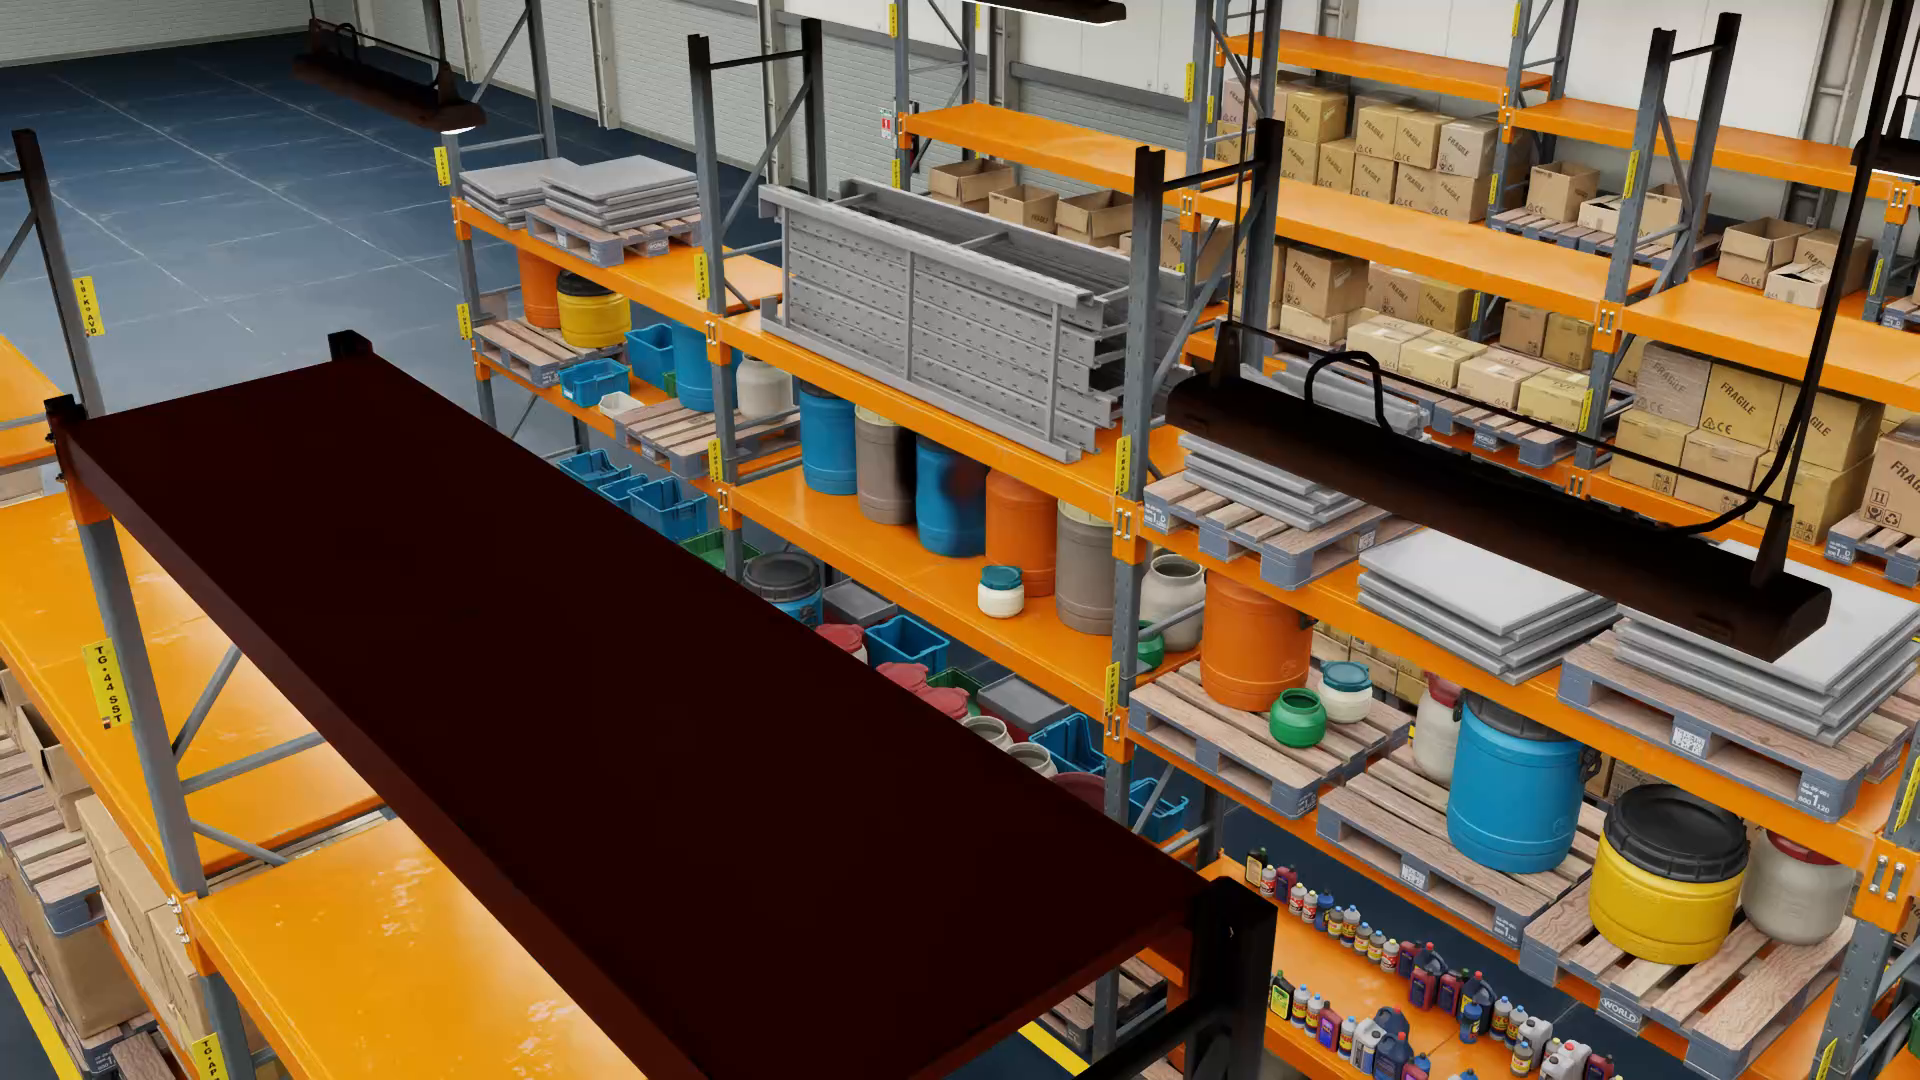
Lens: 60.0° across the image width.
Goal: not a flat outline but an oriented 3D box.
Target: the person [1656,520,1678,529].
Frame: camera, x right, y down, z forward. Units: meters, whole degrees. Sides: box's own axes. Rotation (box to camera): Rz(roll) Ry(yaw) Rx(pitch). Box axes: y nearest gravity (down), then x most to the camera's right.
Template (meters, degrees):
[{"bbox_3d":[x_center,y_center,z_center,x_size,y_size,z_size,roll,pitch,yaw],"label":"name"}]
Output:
[{"bbox_3d":[6.053,0.464,14.710,0.490,1.743,0.996,-21,34,-35],"label":"person"}]
